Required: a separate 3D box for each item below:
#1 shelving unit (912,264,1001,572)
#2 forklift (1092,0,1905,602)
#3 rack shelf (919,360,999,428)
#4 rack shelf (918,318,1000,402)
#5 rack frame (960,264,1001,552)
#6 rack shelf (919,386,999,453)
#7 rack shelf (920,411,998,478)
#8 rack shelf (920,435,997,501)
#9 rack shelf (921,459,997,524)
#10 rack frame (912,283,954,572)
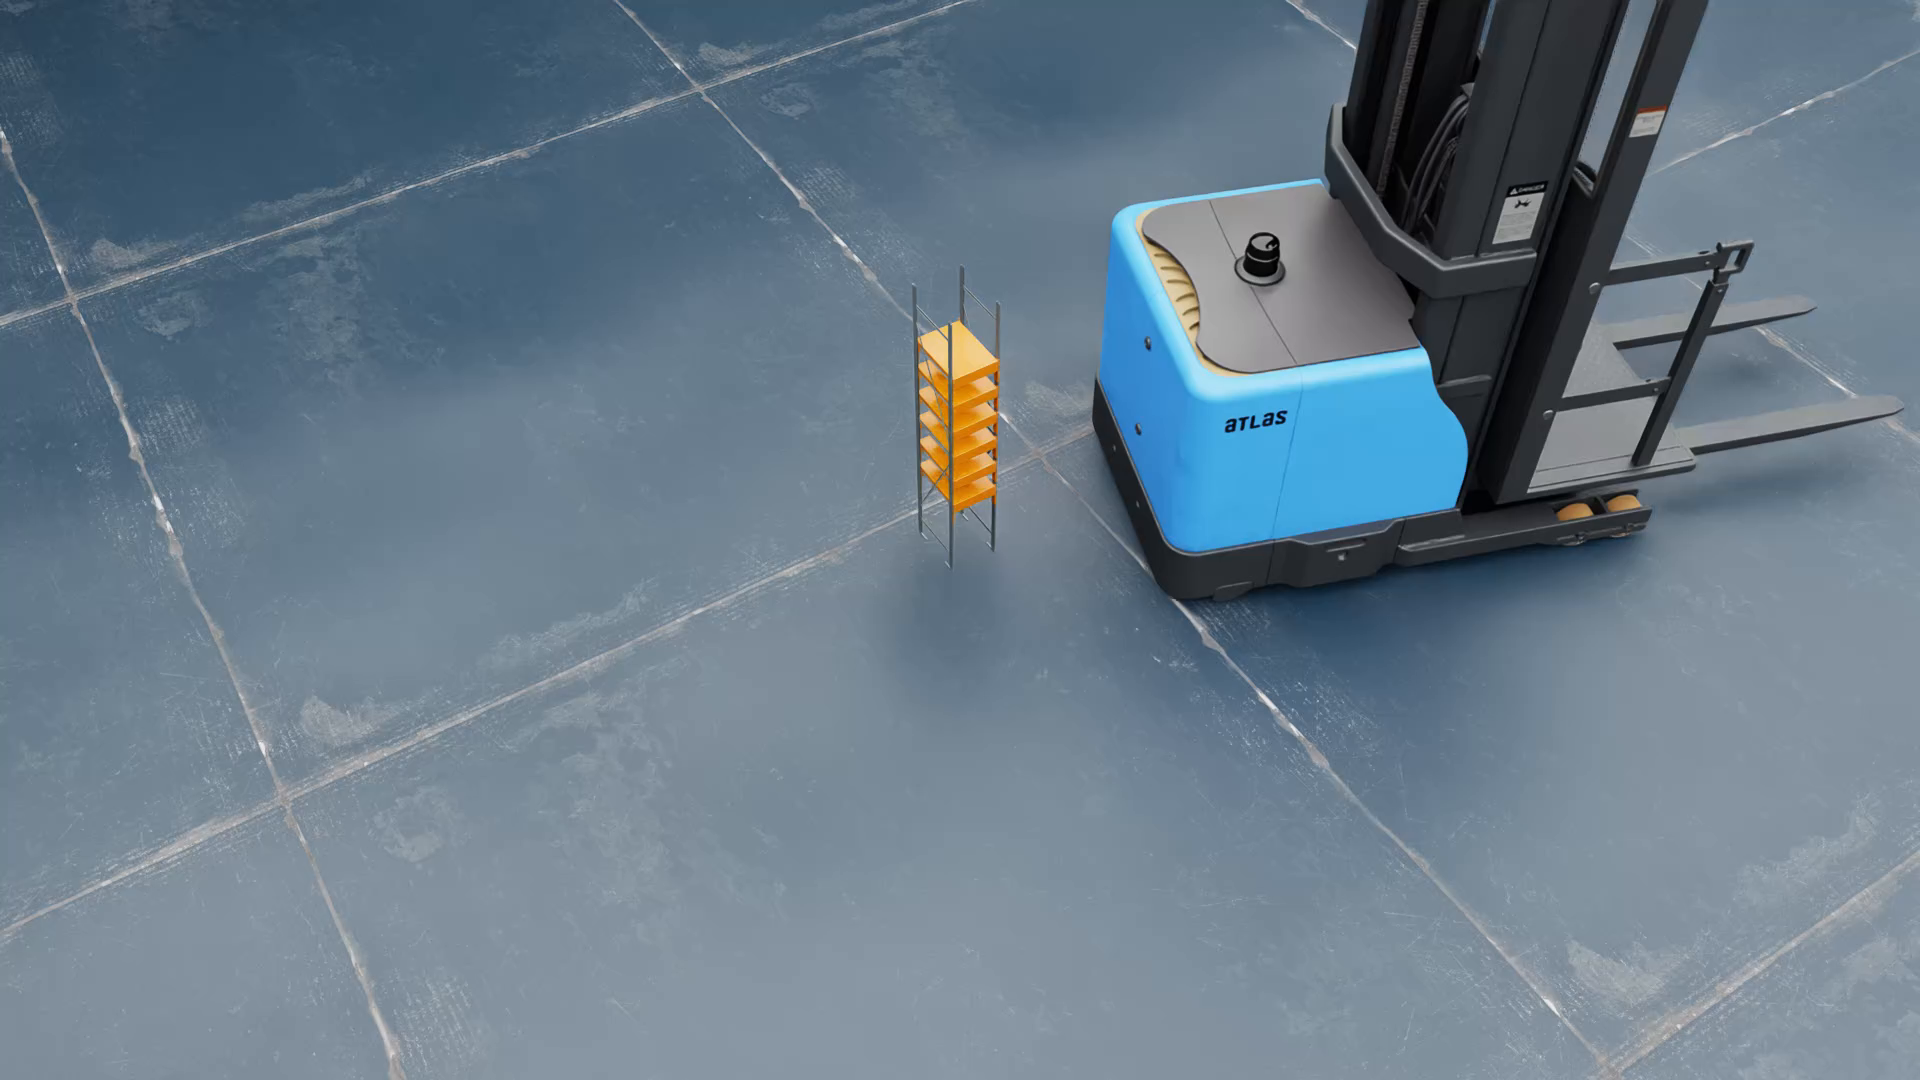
[{"bbox_3d":[-0.012,-0.393,5.797,0.189,1.200,0.258,-25,53,-21],"label":"shelving unit"},{"bbox_3d":[2.094,-1.330,5.472,3.031,2.935,1.130,-10,49,-8],"label":"forklift"},{"bbox_3d":[-0.012,-0.523,5.651,0.180,0.103,0.258,-25,53,-21],"label":"rack shelf"},{"bbox_3d":[-0.012,-0.603,5.561,0.180,0.103,0.258,-25,53,-21],"label":"rack shelf"},{"bbox_3d":[0.065,-0.430,5.829,0.006,1.200,0.240,-25,53,-21],"label":"rack frame"},{"bbox_3d":[-0.012,-0.444,5.740,0.180,0.103,0.258,-25,53,-21],"label":"rack shelf"},{"bbox_3d":[-0.012,-0.364,5.830,0.180,0.103,0.258,-25,53,-21],"label":"rack shelf"},{"bbox_3d":[-0.012,-0.284,5.920,0.180,0.103,0.258,-25,53,-21],"label":"rack shelf"},{"bbox_3d":[-0.012,-0.204,6.009,0.180,0.103,0.258,-25,53,-21],"label":"rack shelf"},{"bbox_3d":[-0.090,-0.357,5.764,0.006,1.200,0.240,-25,53,-21],"label":"rack frame"}]
